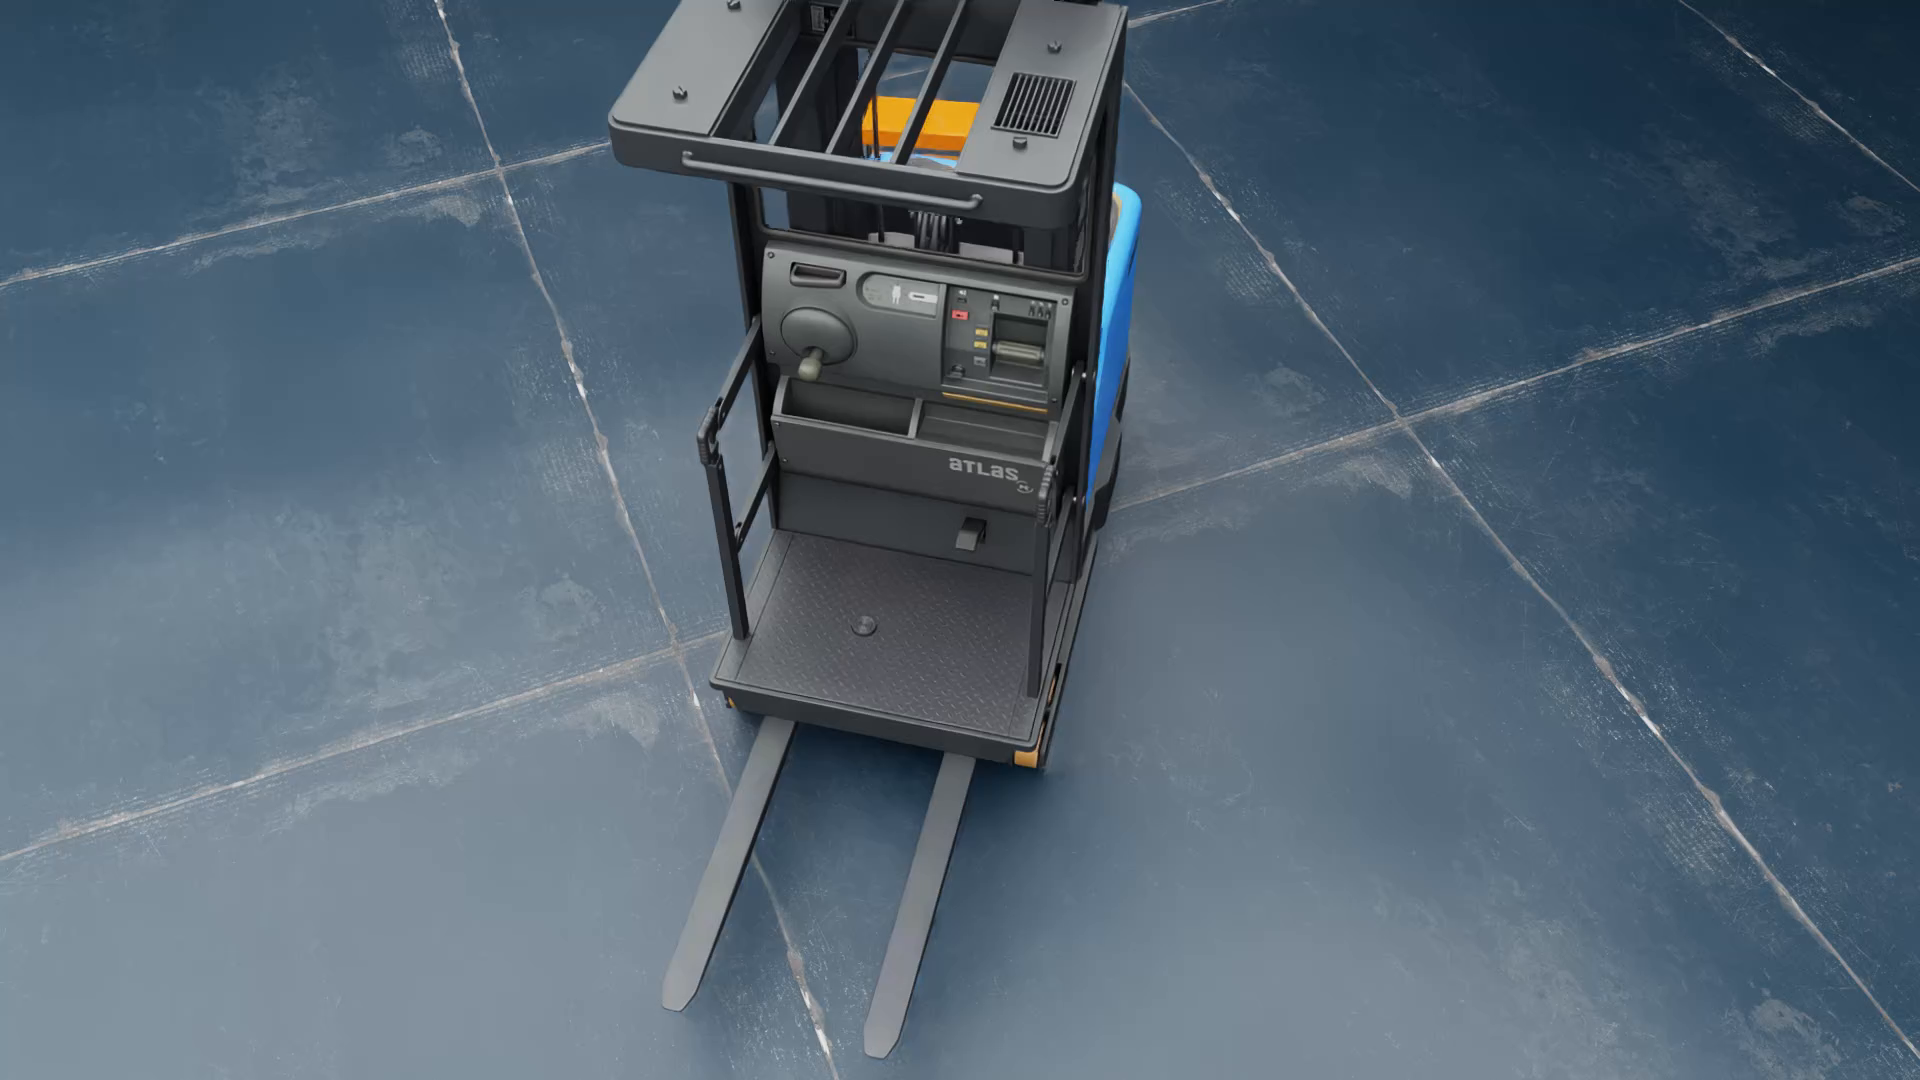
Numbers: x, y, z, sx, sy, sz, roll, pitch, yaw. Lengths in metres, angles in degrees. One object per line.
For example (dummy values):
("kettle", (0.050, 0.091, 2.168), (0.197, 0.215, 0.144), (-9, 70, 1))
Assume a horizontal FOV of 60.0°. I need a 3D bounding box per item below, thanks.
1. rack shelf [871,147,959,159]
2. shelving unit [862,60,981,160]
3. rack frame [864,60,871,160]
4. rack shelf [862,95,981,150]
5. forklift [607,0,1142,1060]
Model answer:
("rack shelf", (-0.125, -1.371, 6.419), (0.480, 0.148, 0.258), (5, 45, 4))
("shelving unit", (-0.127, -1.260, 6.529), (0.503, 1.200, 0.258), (5, 45, 4))
("rack frame", (-0.369, -1.281, 6.547), (0.015, 1.200, 0.240), (5, 45, 4))
("rack shelf", (-0.123, -1.539, 6.252), (0.480, 0.148, 0.258), (5, 45, 4))
("forklift", (-0.181, -0.518, 4.763), (1.130, 2.935, 3.031), (10, 50, 9))
